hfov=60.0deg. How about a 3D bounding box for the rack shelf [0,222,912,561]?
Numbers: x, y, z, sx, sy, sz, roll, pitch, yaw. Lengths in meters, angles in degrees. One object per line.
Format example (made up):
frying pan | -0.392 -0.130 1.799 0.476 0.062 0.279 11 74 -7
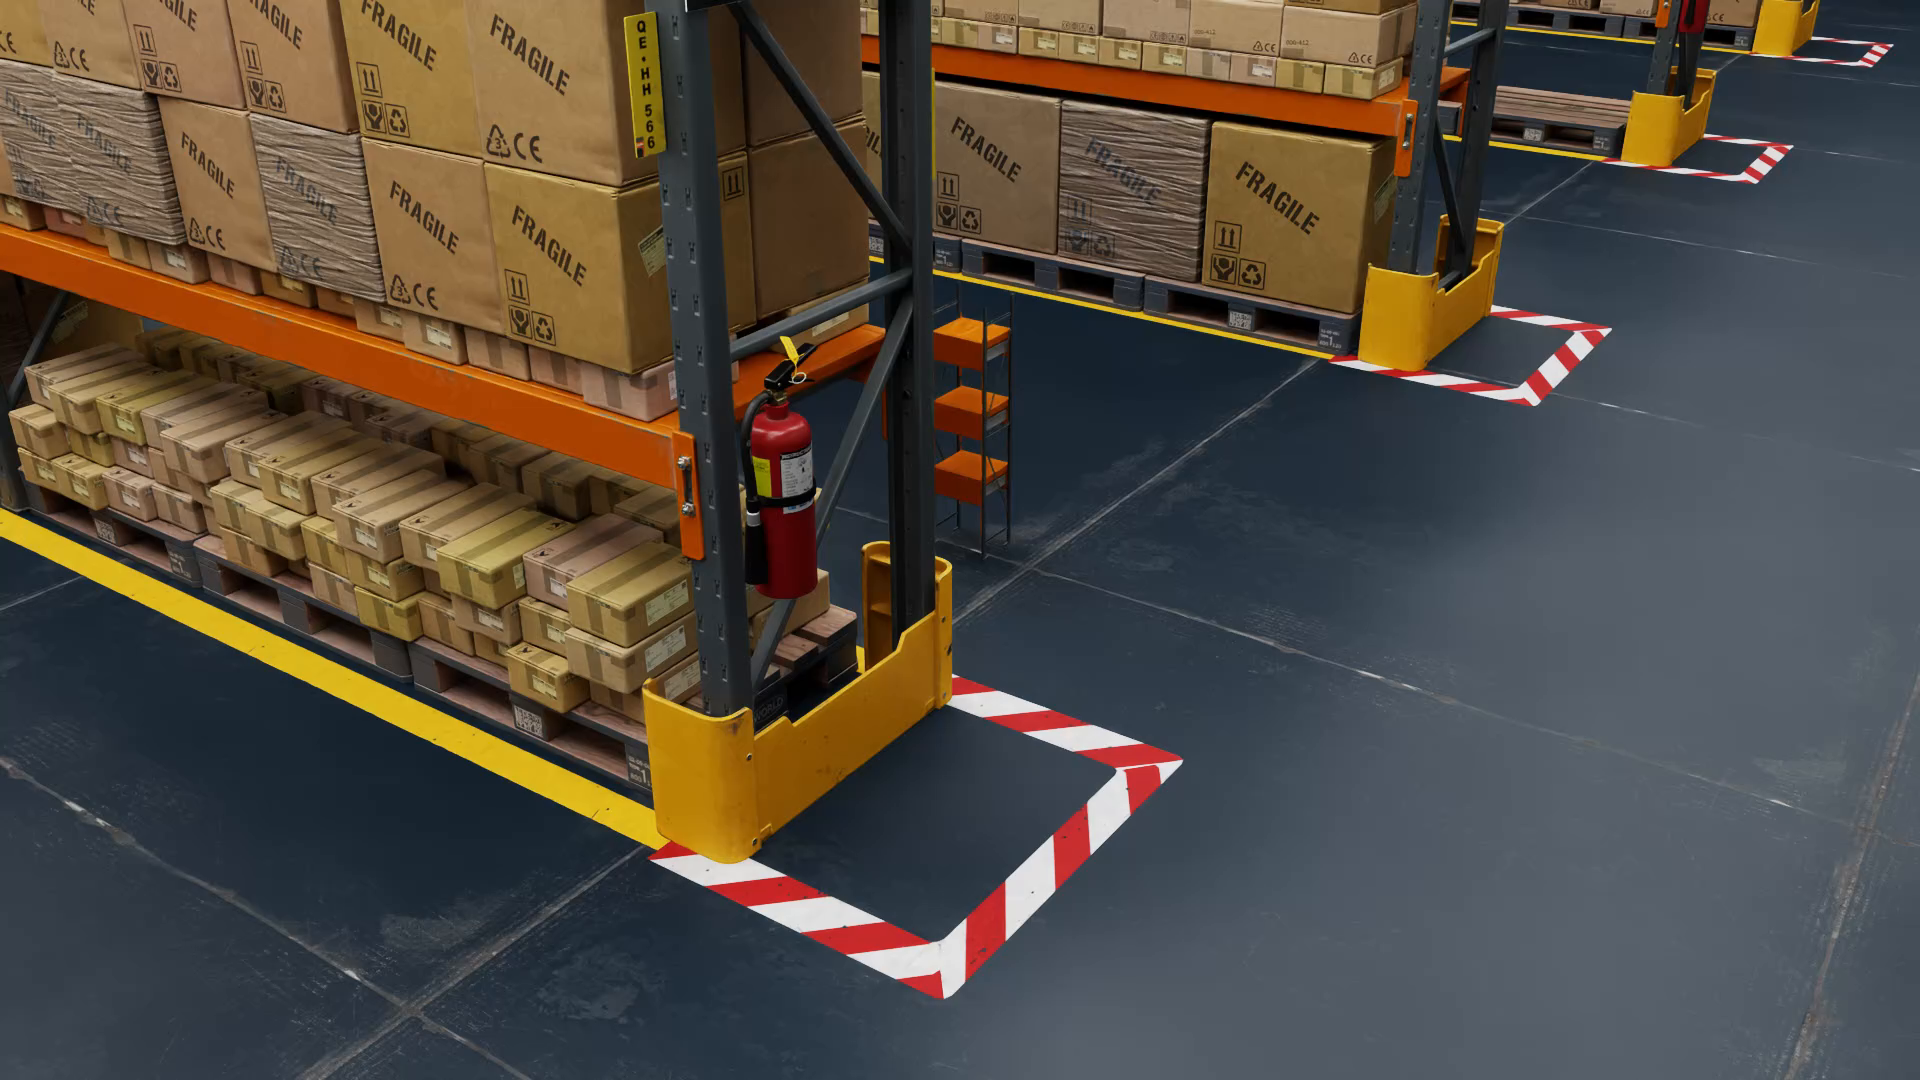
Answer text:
rack shelf | -2.059 -0.810 5.827 4.000 0.370 1.077 17 32 30

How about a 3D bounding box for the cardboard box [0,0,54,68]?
cardboard box | -3.038 -1.932 5.699 0.500 0.500 0.500 16 31 29

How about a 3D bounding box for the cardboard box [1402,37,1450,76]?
cardboard box | 2.375 -2.548 8.726 0.250 0.149 0.380 18 32 31

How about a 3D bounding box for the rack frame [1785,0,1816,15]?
rack frame | 8.093 -6.148 15.523 0.127 3.000 1.000 17 32 30

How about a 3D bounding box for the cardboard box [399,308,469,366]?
cardboard box | -1.462 -0.676 5.049 0.250 0.149 0.380 18 32 32

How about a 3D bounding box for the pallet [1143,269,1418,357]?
pallet | 1.777 -1.379 9.226 1.213 0.211 1.003 17 32 30

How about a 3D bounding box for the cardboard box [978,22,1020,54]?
cardboard box | 0.308 -2.827 9.276 0.250 0.149 0.380 18 32 31

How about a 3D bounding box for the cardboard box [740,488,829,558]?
cardboard box | -0.650 -0.060 5.585 0.250 0.149 0.380 16 31 28

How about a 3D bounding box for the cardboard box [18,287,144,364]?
cardboard box | -4.167 -1.006 7.713 0.500 0.500 0.500 19 32 32

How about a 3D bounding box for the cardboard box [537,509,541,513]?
cardboard box | -1.565 -0.157 6.103 0.250 0.149 0.380 16 31 28

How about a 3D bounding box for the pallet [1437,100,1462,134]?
pallet | 3.626 -3.594 13.580 1.213 0.211 1.003 17 32 30

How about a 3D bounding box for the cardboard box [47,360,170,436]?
cardboard box | -3.348 -0.567 6.581 0.250 0.149 0.380 19 33 33

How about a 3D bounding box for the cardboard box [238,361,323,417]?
cardboard box | -2.655 -0.624 6.693 0.250 0.149 0.380 18 32 32

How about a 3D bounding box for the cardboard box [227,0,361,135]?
cardboard box | -1.780 -1.524 4.898 0.500 0.500 0.500 19 33 33

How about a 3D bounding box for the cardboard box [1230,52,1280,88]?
cardboard box | 1.578 -2.433 8.500 0.250 0.149 0.380 17 32 30

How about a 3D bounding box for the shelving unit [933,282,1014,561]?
shelving unit | 0.044 -0.454 6.485 0.252 1.050 0.215 17 32 30

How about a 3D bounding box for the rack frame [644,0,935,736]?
rack frame | -0.411 -0.617 4.655 0.127 3.000 1.000 17 32 30

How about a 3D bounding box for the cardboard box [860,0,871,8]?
cardboard box | -0.577 -3.320 9.803 0.500 0.250 0.500 17 31 29

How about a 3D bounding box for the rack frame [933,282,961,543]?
rack frame | -0.056 -0.485 6.546 0.008 1.050 0.200 17 32 30

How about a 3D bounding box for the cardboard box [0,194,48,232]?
cardboard box | -3.404 -1.298 6.271 0.250 0.149 0.380 18 32 32

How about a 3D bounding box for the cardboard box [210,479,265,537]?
cardboard box | -2.503 -0.162 6.113 0.250 0.149 0.380 17 32 30

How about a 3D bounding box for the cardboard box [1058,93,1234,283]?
cardboard box | 1.158 -2.054 9.358 0.875 0.875 0.875 17 32 30

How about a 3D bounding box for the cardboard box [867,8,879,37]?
cardboard box | -0.327 -3.025 9.664 0.250 0.149 0.380 18 32 32

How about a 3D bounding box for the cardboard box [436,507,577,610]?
cardboard box | -1.450 0.055 5.359 0.250 0.149 0.380 17 31 29

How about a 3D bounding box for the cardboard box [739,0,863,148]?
cardboard box | -0.630 -1.454 4.760 0.500 0.500 0.500 17 32 30

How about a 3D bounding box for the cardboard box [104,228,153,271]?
cardboard box | -2.763 -1.088 5.858 0.250 0.149 0.380 18 32 31

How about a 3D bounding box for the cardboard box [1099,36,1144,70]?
cardboard box | 0.944 -2.630 8.887 0.250 0.149 0.380 17 32 30

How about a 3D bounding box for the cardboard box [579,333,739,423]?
cardboard box | -0.839 -0.483 4.669 0.250 0.149 0.380 17 32 30

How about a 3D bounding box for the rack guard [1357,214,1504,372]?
rack guard | 2.501 -1.325 8.803 0.348 0.500 1.175 17 32 30

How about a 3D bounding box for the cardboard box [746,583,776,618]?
cardboard box | -0.697 0.103 5.592 0.250 0.149 0.380 19 32 32

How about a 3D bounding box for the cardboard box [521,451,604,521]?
cardboard box | -1.332 -0.231 5.922 0.250 0.149 0.380 16 31 28

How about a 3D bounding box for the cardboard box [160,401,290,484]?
cardboard box | -2.720 -0.366 6.186 0.250 0.149 0.380 18 32 31

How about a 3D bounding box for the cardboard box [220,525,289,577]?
cardboard box | -2.497 -0.029 6.180 0.250 0.149 0.380 16 31 29

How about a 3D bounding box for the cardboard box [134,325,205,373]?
cardboard box | -3.267 -0.832 7.101 0.250 0.149 0.380 18 32 32

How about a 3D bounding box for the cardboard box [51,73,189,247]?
cardboard box | -2.635 -1.333 5.623 0.500 0.500 0.500 17 31 29

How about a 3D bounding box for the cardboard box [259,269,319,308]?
cardboard box | -2.079 -0.909 5.505 0.250 0.149 0.380 18 32 31

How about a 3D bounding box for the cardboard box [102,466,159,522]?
cardboard box | -3.136 -0.234 6.583 0.250 0.149 0.380 17 32 30

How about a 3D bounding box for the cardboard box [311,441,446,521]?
cardboard box | -2.035 -0.192 5.845 0.250 0.149 0.380 16 31 29

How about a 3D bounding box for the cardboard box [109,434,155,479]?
cardboard box | -3.110 -0.400 6.581 0.250 0.149 0.380 17 32 30

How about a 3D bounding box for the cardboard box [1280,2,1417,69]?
cardboard box | 1.931 -2.536 8.264 0.500 0.250 0.500 17 31 30

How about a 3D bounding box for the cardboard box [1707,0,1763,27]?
cardboard box | 7.505 -5.277 16.084 0.500 0.500 0.500 17 32 30

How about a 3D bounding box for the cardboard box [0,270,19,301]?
cardboard box | -4.465 -1.148 7.165 0.500 0.250 0.500 16 31 29

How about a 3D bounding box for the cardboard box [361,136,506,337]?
cardboard box | -1.348 -0.947 4.866 0.500 0.500 0.500 17 31 30

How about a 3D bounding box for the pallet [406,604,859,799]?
pallet | -1.123 0.385 5.762 1.213 0.211 1.003 17 32 30

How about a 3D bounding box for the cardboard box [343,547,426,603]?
cardboard box | -1.871 0.044 5.708 0.250 0.149 0.380 18 32 31

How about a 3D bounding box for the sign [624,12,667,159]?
sign | -0.741 -1.071 3.923 0.005 0.325 0.100 17 32 30

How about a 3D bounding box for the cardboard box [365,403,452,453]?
cardboard box | -2.008 -0.420 6.291 0.250 0.149 0.380 17 32 30

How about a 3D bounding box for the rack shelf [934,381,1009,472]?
rack shelf | 0.044 -0.445 6.490 0.240 0.259 0.215 17 32 30

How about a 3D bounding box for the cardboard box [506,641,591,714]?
cardboard box | -1.232 0.381 5.374 0.250 0.149 0.380 18 32 32

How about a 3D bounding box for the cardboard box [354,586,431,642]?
cardboard box | -1.858 0.181 5.768 0.250 0.149 0.380 16 31 28

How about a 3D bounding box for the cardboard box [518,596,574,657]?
cardboard box | -1.192 0.218 5.367 0.250 0.149 0.380 16 31 29

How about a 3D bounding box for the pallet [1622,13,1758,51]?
pallet | 7.372 -5.129 16.596 1.213 0.211 1.003 17 32 30

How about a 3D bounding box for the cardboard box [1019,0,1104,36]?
cardboard box | 0.662 -2.930 9.037 0.500 0.250 0.500 17 32 30
